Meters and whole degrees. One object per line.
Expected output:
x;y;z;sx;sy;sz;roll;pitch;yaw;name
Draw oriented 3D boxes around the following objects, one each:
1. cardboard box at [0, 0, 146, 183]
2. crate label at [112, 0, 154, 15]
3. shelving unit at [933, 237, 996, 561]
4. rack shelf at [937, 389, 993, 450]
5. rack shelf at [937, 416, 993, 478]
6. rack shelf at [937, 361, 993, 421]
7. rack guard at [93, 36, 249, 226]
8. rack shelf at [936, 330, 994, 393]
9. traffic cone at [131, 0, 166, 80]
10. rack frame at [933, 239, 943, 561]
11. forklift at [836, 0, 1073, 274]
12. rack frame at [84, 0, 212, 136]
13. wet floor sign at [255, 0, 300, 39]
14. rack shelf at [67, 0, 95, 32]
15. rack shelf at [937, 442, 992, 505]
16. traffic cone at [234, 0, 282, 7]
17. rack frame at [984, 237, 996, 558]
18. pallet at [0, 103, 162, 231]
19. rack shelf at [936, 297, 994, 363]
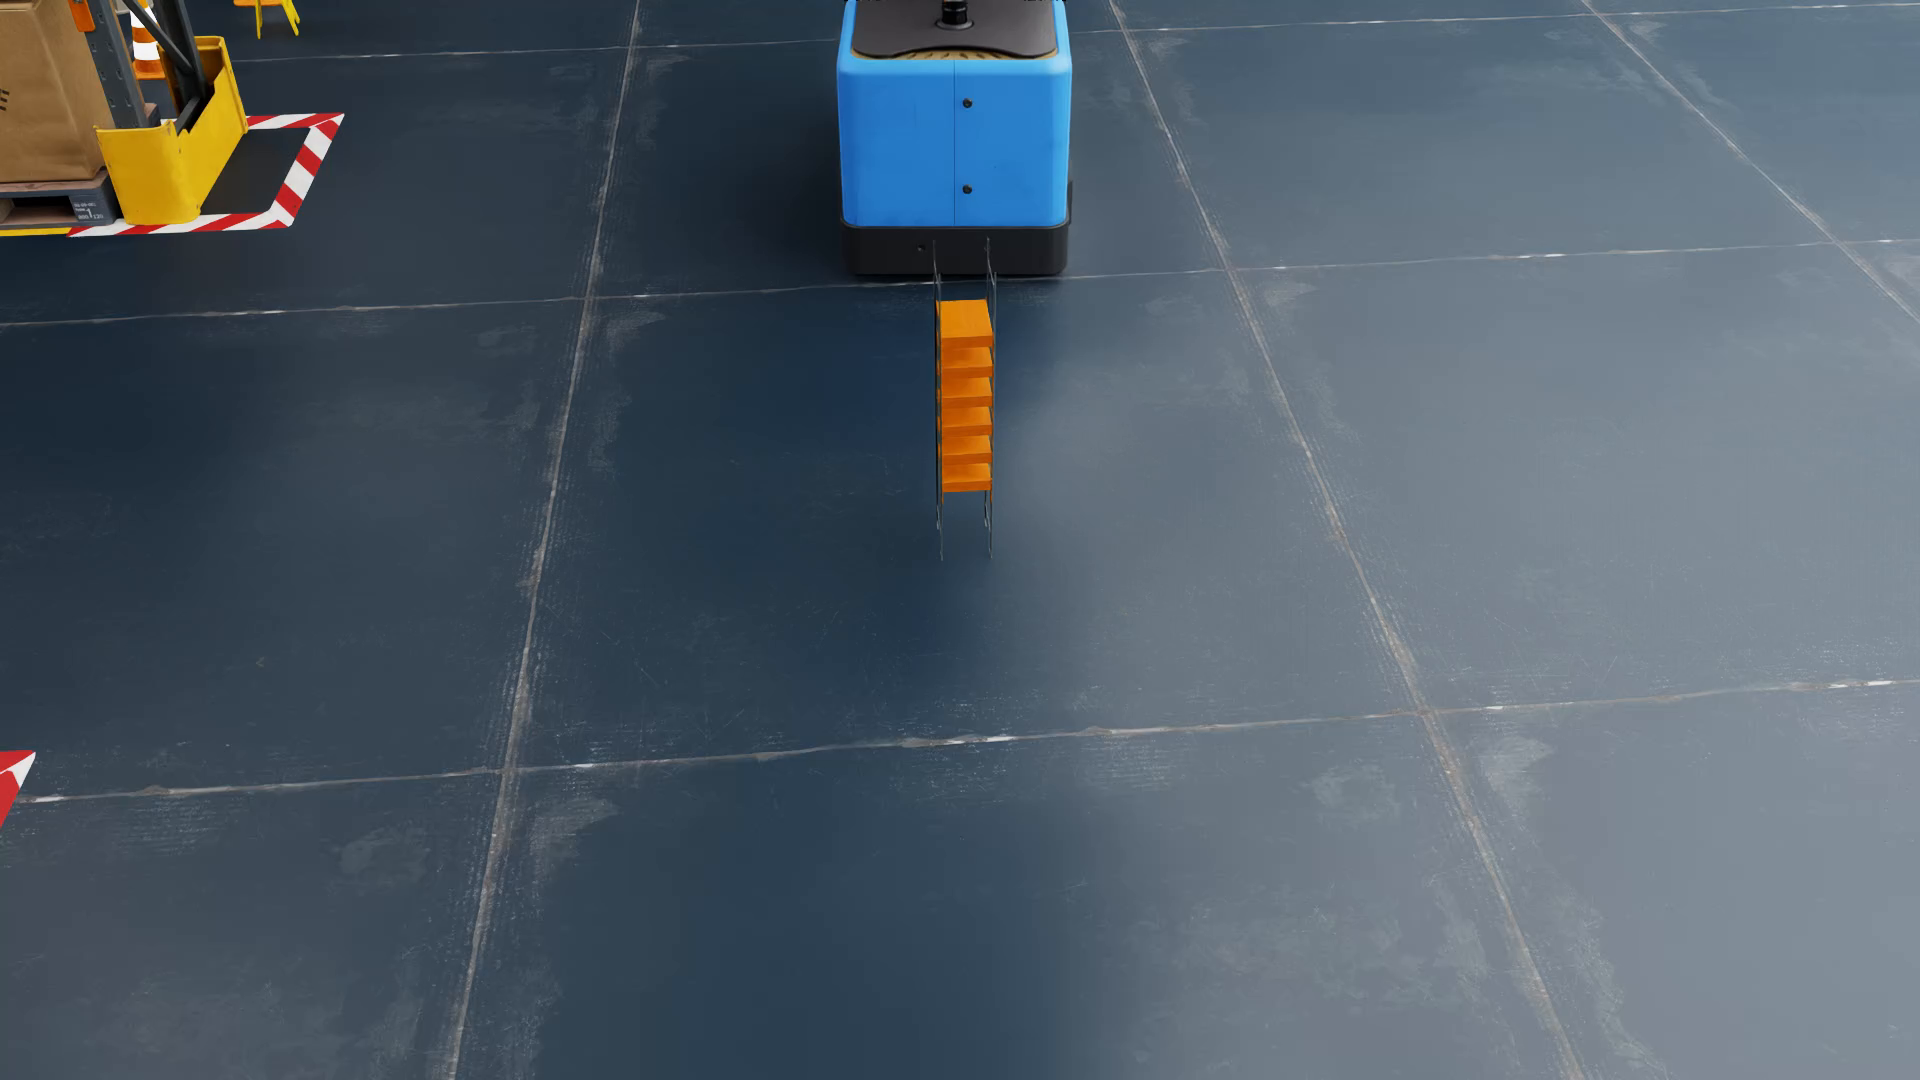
-4.713;-2.349;8.181;0.875;0.875;0.875;-3;38;-4;cardboard box
-5.237;-3.453;10.516;0.298;0.136;0.250;-24;44;-27;crate label
0.014;-0.472;5.879;0.189;1.200;0.258;-3;38;-4;shelving unit
0.014;-0.437;5.907;0.180;0.103;0.258;-3;38;-4;rack shelf
0.014;-0.343;5.981;0.180;0.103;0.258;-3;38;-4;rack shelf
0.014;-0.531;5.833;0.180;0.103;0.258;-3;38;-4;rack shelf
-4.019;-2.116;8.528;0.348;0.500;1.175;-3;38;-4;rack guard
0.014;-0.625;5.758;0.180;0.103;0.258;-3;38;-4;rack shelf
-4.698;-2.947;9.611;0.334;0.463;0.336;-3;38;-4;traffic cone
-0.077;-0.467;5.873;0.006;1.200;0.240;-3;38;-4;rack frame
-0.023;-3.260;8.016;1.130;2.935;3.031;0;38;0;forklift
-4.043;-3.096;7.752;0.127;3.000;1.000;-3;38;-4;rack frame
-4.189;-3.395;10.032;0.232;0.644;0.267;-9;39;-12;wet floor sign
-6.035;-2.704;7.836;4.000;0.370;1.077;-3;38;-4;rack shelf
0.014;-0.249;6.056;0.180;0.103;0.258;-3;38;-4;rack shelf
-4.459;-3.663;10.519;0.334;0.463;0.336;-3;38;-4;traffic cone
0.106;-0.477;5.886;0.006;1.200;0.240;-3;38;-4;rack frame
-4.832;-1.909;8.499;1.213;0.211;1.003;-3;38;-4;pallet
0.014;-0.720;5.684;0.180;0.103;0.258;-3;38;-4;rack shelf
